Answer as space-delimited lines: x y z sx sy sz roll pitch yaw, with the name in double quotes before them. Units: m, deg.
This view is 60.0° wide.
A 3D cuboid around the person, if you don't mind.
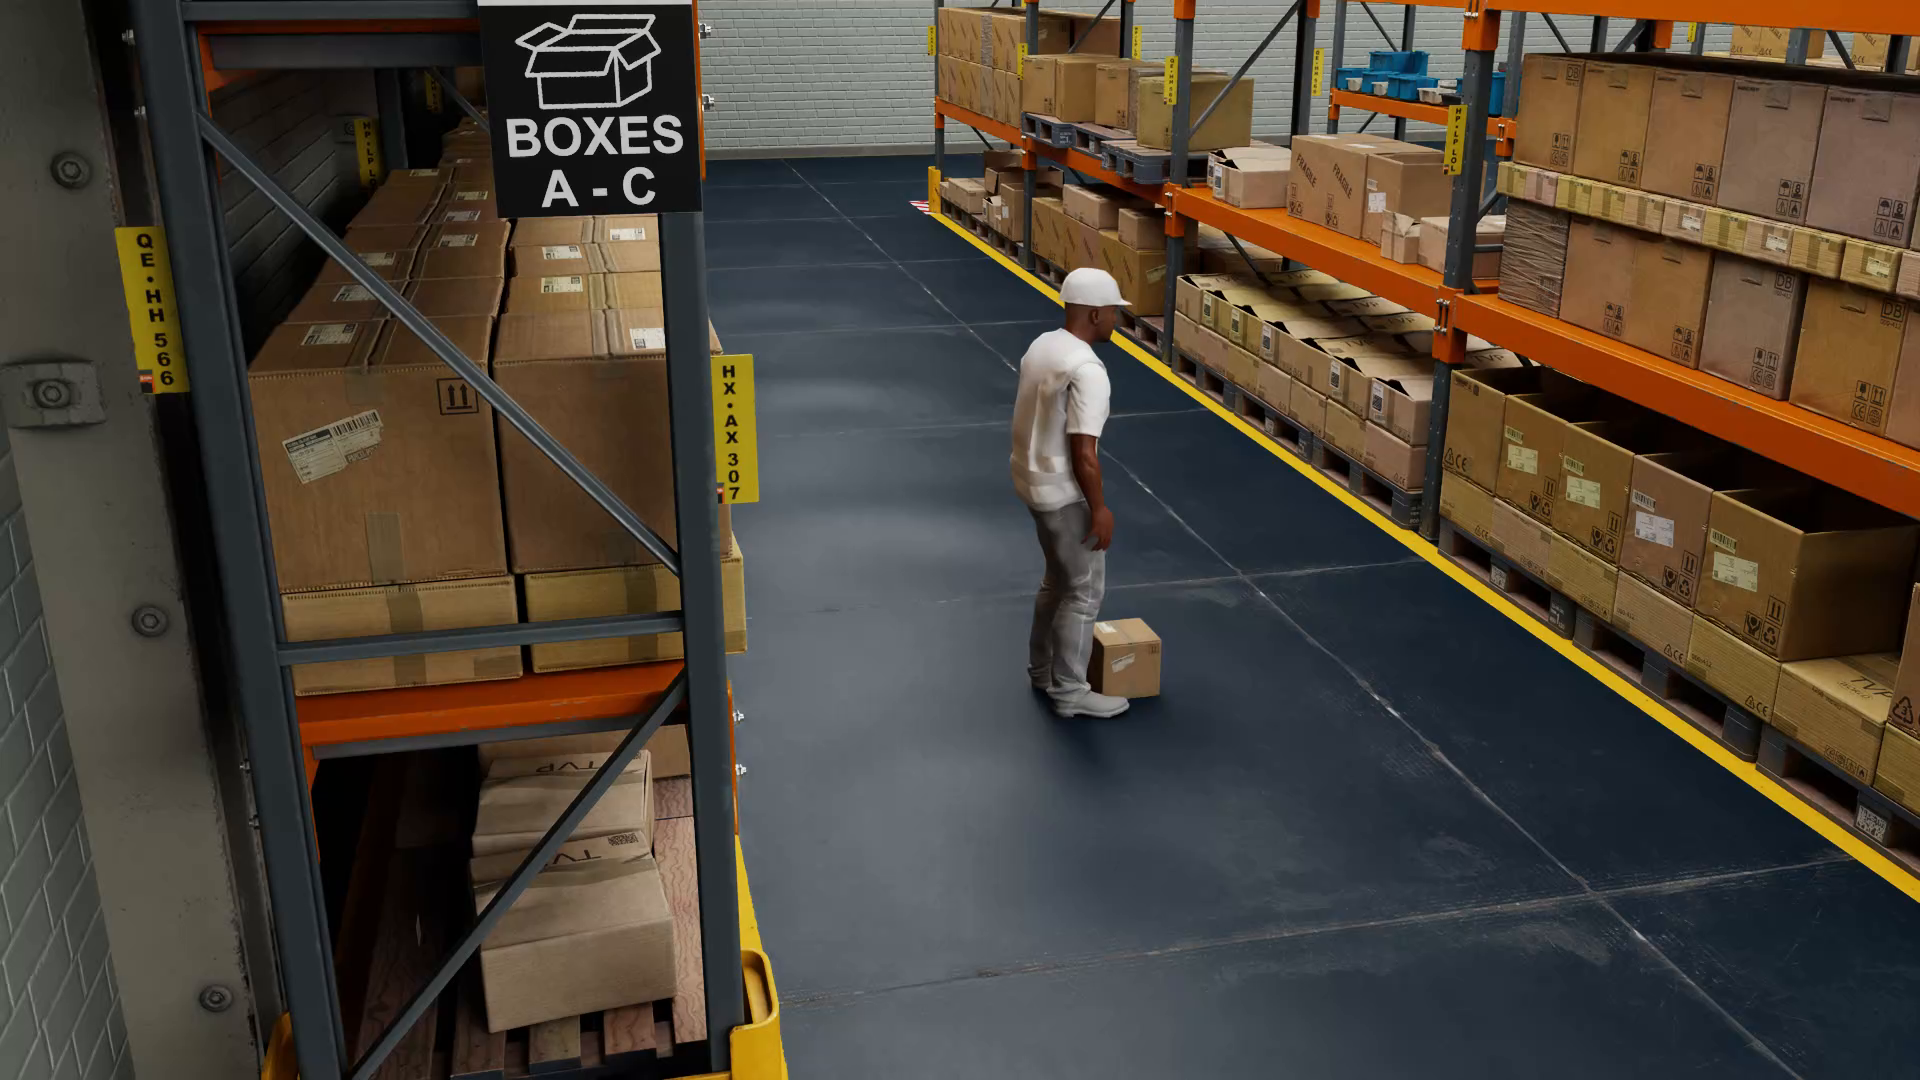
"person" 0.446 -0.196 6.598 0.458 1.759 0.629 -6 20 -16
